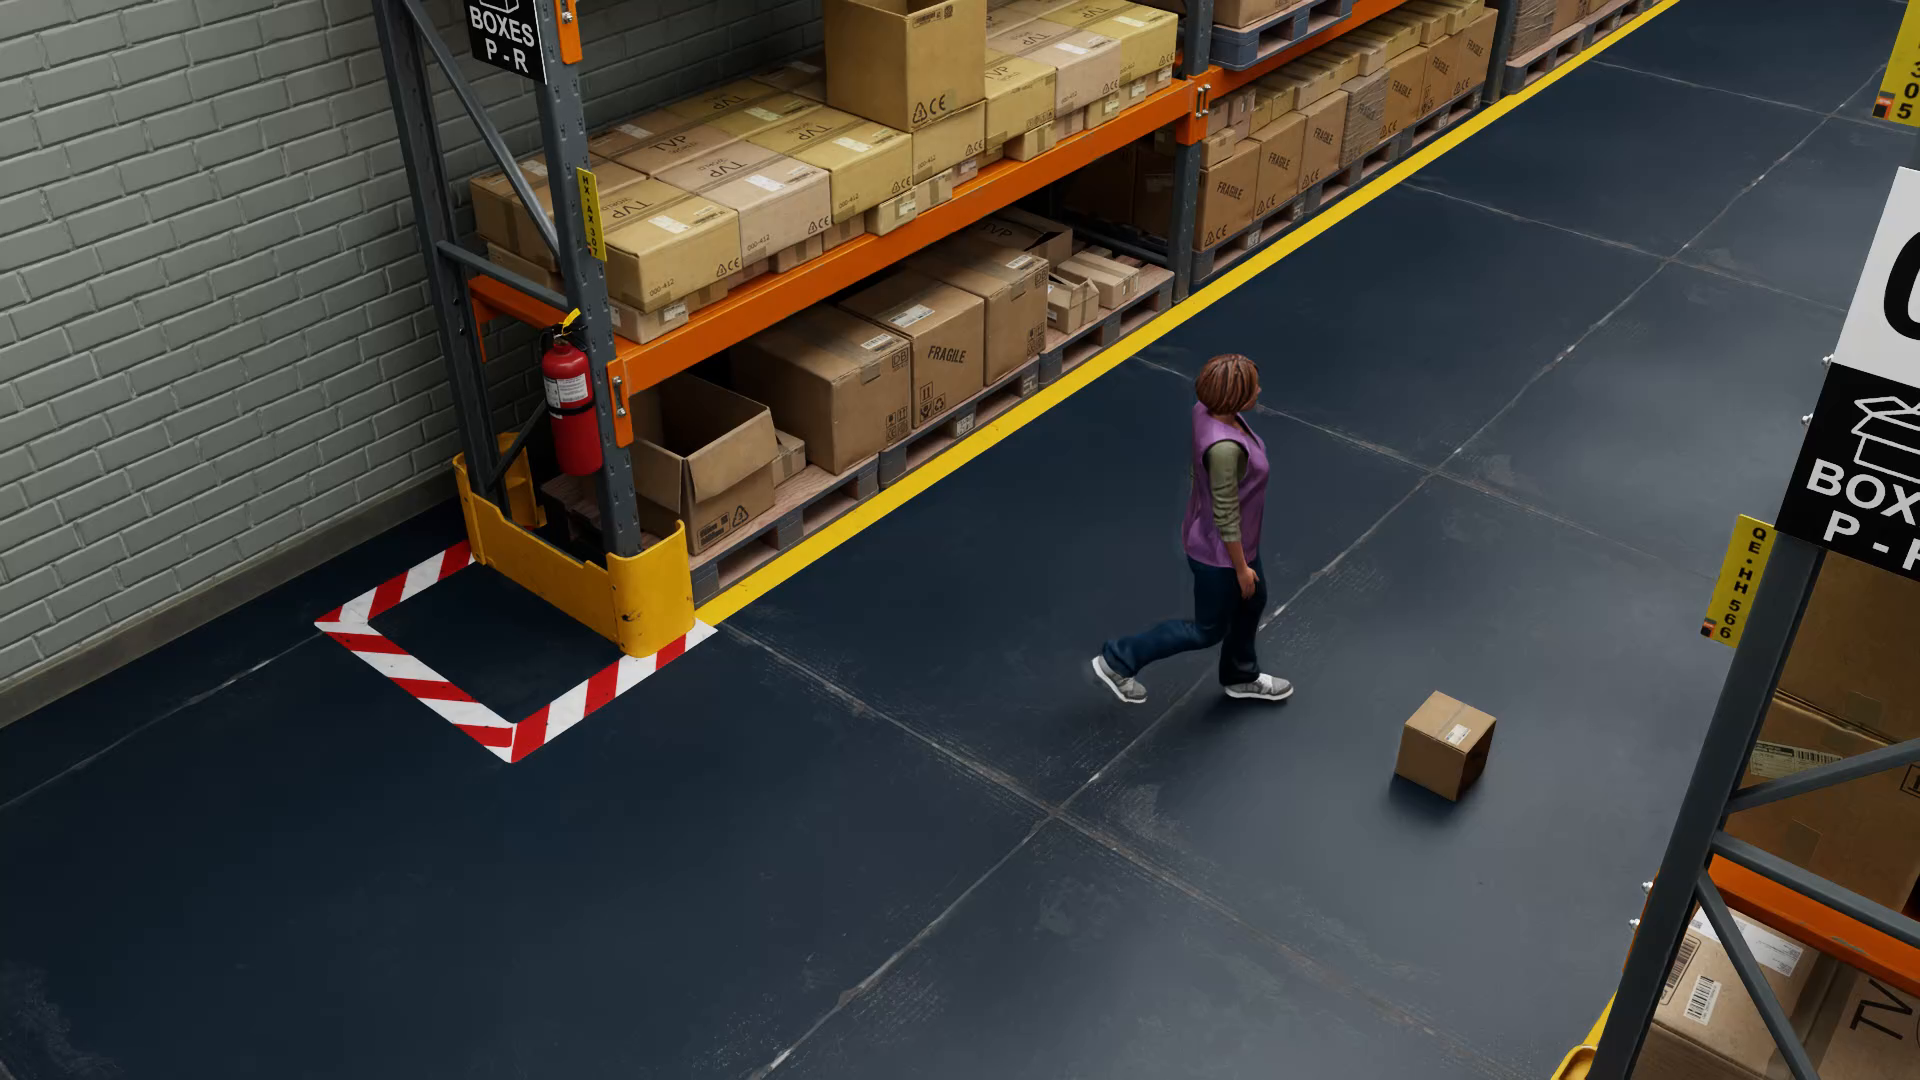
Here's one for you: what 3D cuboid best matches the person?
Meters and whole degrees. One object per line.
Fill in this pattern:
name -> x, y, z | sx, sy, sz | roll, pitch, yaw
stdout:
person -> 0.917, 0.005, 6.134 | 0.803, 1.568, 0.411 | 4, 36, 5
